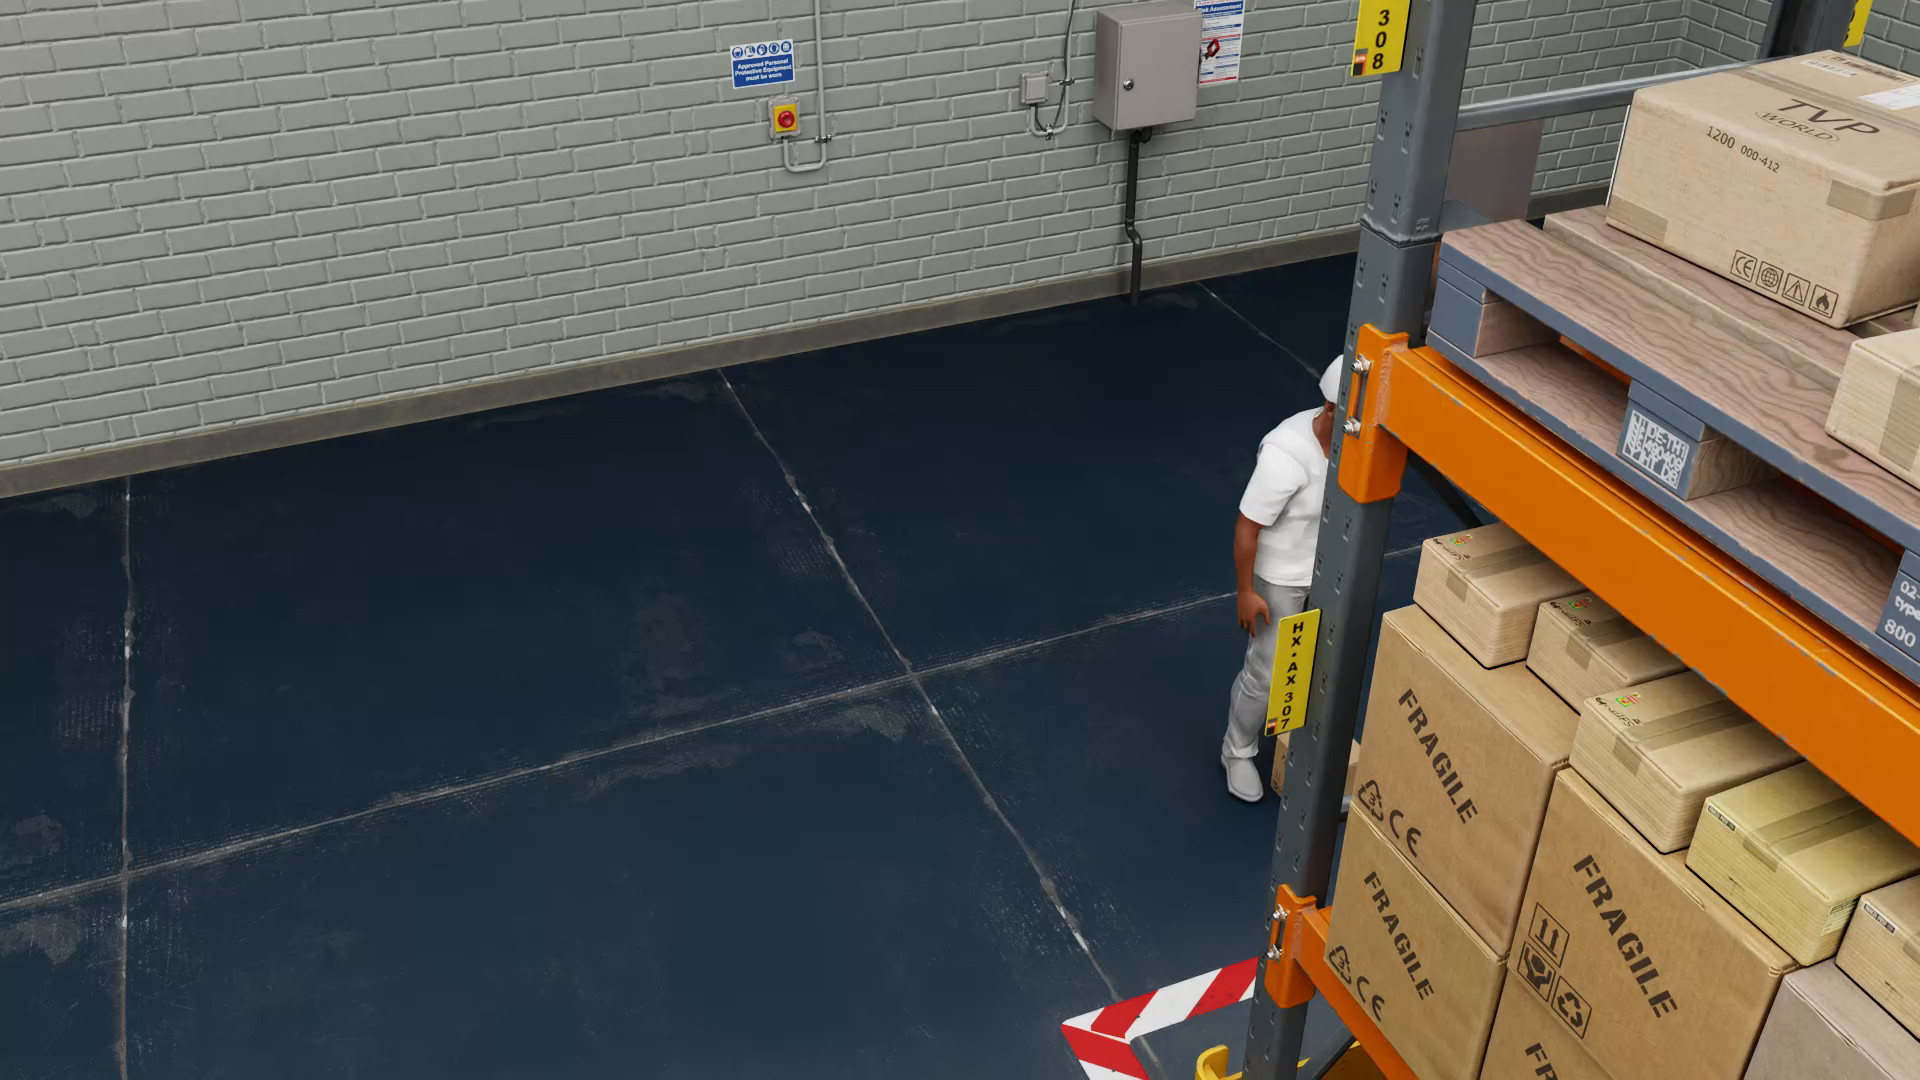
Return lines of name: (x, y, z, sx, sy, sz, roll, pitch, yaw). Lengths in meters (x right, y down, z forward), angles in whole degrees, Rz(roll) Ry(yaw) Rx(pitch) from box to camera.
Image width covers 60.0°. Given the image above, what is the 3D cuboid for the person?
person: (1.251, 0.119, 5.944, 0.632, 1.759, 0.462, -15, 36, -22)
